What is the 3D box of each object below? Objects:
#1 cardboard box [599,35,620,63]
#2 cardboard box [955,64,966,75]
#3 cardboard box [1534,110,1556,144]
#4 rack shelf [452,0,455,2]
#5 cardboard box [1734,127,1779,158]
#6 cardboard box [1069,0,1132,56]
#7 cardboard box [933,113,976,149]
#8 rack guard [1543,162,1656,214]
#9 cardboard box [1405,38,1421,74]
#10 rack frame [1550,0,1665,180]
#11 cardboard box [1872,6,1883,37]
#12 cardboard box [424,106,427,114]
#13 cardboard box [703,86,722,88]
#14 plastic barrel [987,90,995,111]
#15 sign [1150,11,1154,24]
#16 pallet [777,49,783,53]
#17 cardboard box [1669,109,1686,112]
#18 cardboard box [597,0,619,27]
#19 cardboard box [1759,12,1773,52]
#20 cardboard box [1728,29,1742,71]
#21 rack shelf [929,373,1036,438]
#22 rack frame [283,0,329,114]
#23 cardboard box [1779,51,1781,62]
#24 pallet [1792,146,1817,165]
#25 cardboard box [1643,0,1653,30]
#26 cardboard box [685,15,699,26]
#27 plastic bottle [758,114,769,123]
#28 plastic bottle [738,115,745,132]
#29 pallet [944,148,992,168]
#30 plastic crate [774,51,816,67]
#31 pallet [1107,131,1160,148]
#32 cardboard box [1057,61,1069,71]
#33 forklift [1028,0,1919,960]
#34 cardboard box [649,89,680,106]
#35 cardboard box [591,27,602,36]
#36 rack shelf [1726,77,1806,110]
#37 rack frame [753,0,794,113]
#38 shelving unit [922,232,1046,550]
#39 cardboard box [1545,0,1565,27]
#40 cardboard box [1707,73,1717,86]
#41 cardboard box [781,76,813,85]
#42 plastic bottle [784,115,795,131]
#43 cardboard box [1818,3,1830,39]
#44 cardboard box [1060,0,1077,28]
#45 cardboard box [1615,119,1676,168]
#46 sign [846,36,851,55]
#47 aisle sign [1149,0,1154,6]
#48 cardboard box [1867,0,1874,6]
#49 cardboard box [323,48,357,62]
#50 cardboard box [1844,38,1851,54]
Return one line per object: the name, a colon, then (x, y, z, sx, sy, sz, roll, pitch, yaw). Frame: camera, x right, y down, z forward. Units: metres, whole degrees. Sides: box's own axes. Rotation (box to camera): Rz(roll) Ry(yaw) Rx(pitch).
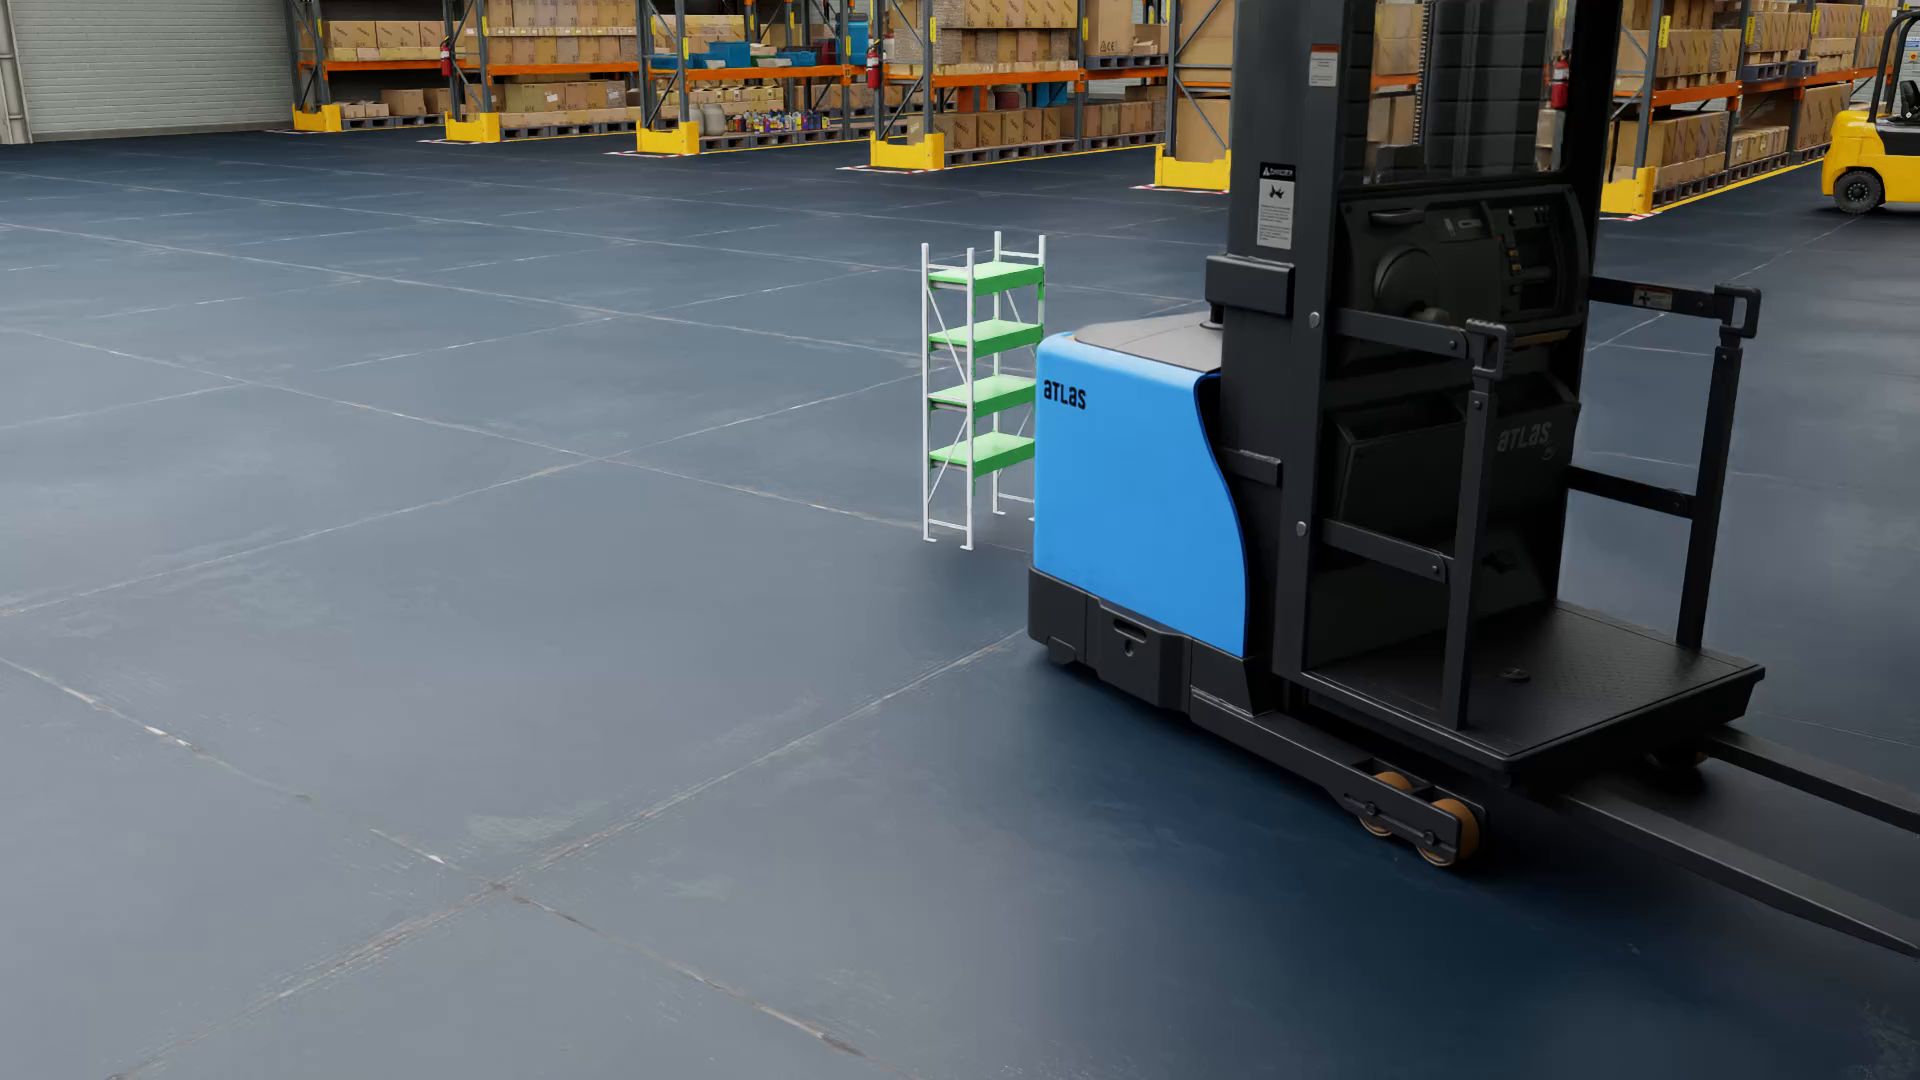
cardboard box: (-6.960, -9.424, 31.914, 0.700, 0.500, 0.500, 12, 21, 34)
cardboard box: (-0.135, -6.924, 24.458, 0.380, 0.149, 0.250, 12, 21, 35)
cardboard box: (8.073, -5.582, 22.650, 0.500, 0.500, 0.500, 12, 21, 35)
rack shelf: (-11.564, -11.097, 33.625, 1.077, 0.370, 4.000, 12, 21, 35)
cardboard box: (11.126, -5.695, 23.799, 0.950, 0.372, 0.625, 12, 21, 34)
cardboard box: (2.147, -8.510, 27.420, 1.000, 1.000, 1.000, 13, 21, 35)
cardboard box: (-0.107, -6.206, 25.229, 0.500, 0.500, 0.500, -13, 22, -36)
rack guard: (7.182, -3.979, 18.763, 1.175, 0.500, 0.348, 12, 21, 35)
cardboard box: (6.615, -7.322, 25.146, 0.500, 0.500, 0.500, 12, 21, 34)
rack frame: (7.137, -5.154, 18.334, 1.000, 3.000, 0.127, 12, 21, 35)
cardboard box: (15.386, -8.847, 28.373, 0.500, 0.500, 0.500, 13, 21, 36)
cardboard box: (-11.342, -8.955, 34.639, 0.380, 0.149, 0.250, 10, 20, 30)
cardboard box: (-5.168, -9.397, 34.979, 0.500, 0.311, 0.500, 12, 21, 33)
plastic barrel: (0.510, -8.968, 34.103, 0.421, 0.512, 0.421, 0, 17, 0)
sign: (3.497, -9.461, 30.251, 0.100, 0.325, 0.005, 12, 21, 35)
pallet: (-3.661, -10.644, 36.337, 1.213, 0.211, 1.003, 12, 21, 35)
cardboard box: (8.952, -5.260, 21.338, 0.500, 0.500, 0.500, 14, 22, 37)
cardboard box: (-6.951, -10.049, 31.742, 0.700, 0.500, 0.500, 12, 21, 35)
cardboard box: (10.328, -6.678, 21.862, 0.500, 0.500, 0.500, 12, 21, 35)
cardboard box: (9.455, -6.147, 20.861, 0.500, 0.500, 0.500, 12, 21, 33)
rack shelf: (0.099, -0.551, 6.763, 0.258, 0.148, 0.480, 12, 21, 35)
rack frame: (-12.756, -9.531, 32.429, 1.000, 3.000, 0.127, 12, 21, 35)
cardboard box: (11.038, -6.638, 22.826, 0.380, 0.149, 0.250, 12, 21, 33)
pallet: (12.434, -5.902, 25.445, 1.003, 0.211, 1.213, 12, 21, 35)
cardboard box: (7.574, -6.101, 19.027, 0.700, 0.500, 0.500, 13, 21, 35)
cardboard box: (-6.598, -12.427, 39.787, 0.500, 0.250, 0.500, 12, 21, 34)
plastic bottle: (-3.462, -7.357, 29.280, 0.152, 0.276, 0.135, 12, 21, 35)
plastic bottle: (-3.799, -7.245, 28.905, 0.061, 0.283, 0.133, 12, 21, 35)
pallet: (-0.264, -5.779, 25.048, 1.003, 0.211, 1.213, 12, 21, 35)
plastic crate: (-2.857, -8.351, 28.878, 0.499, 0.251, 0.616, 12, 21, 35)
pallet: (2.751, -7.004, 28.993, 1.003, 0.211, 1.213, 12, 21, 35)
cardboard box: (1.513, -7.577, 26.560, 0.380, 0.149, 0.250, 12, 21, 35)
forklift: (1.472, -0.744, 4.249, 1.130, 2.935, 3.031, -11, 21, -33)
cardboard box: (-5.946, -8.819, 33.119, 0.500, 0.311, 0.500, 13, 21, 35)
cardboard box: (-6.990, -9.622, 31.460, 0.380, 0.149, 0.250, 12, 21, 34)
rack shelf: (10.712, -6.240, 23.043, 1.077, 0.370, 4.000, 12, 21, 35)
rack frame: (-4.009, -10.562, 35.749, 1.000, 3.000, 0.127, 12, 21, 35)
shelving unit: (0.099, -0.612, 6.744, 0.258, 1.200, 0.503, 12, 21, 35)
cardboard box: (10.716, -9.595, 30.277, 0.500, 0.500, 0.500, 13, 22, 36)
cardboard box: (8.971, -5.614, 20.238, 0.380, 0.149, 0.250, 12, 21, 34)
cardboard box: (-3.610, -10.215, 36.840, 0.500, 0.250, 0.500, 13, 22, 37)
plastic bottle: (-2.975, -7.278, 29.023, 0.152, 0.276, 0.135, 13, 21, 36)
cardboard box: (12.682, -7.779, 24.932, 0.500, 0.500, 0.500, 13, 21, 35)
cardboard box: (1.515, -8.370, 26.332, 0.500, 0.500, 0.500, 12, 21, 35)
cardboard box: (7.854, -4.549, 19.048, 0.500, 0.500, 0.500, 12, 21, 33)
sign: (-1.981, -8.766, 29.497, 0.100, 0.325, 0.005, 12, 21, 35)
aisle sign: (4.538, -12.903, 38.902, 0.394, 0.787, 0.004, 12, 21, 35)
cardboard box: (15.139, -9.057, 27.955, 0.380, 0.149, 0.250, 12, 21, 34)
cardboard box: (-12.210, -9.529, 32.642, 0.500, 0.250, 0.500, 12, 21, 33)
cardboard box: (13.928, -7.911, 26.622, 0.500, 0.250, 0.500, 13, 22, 36)
